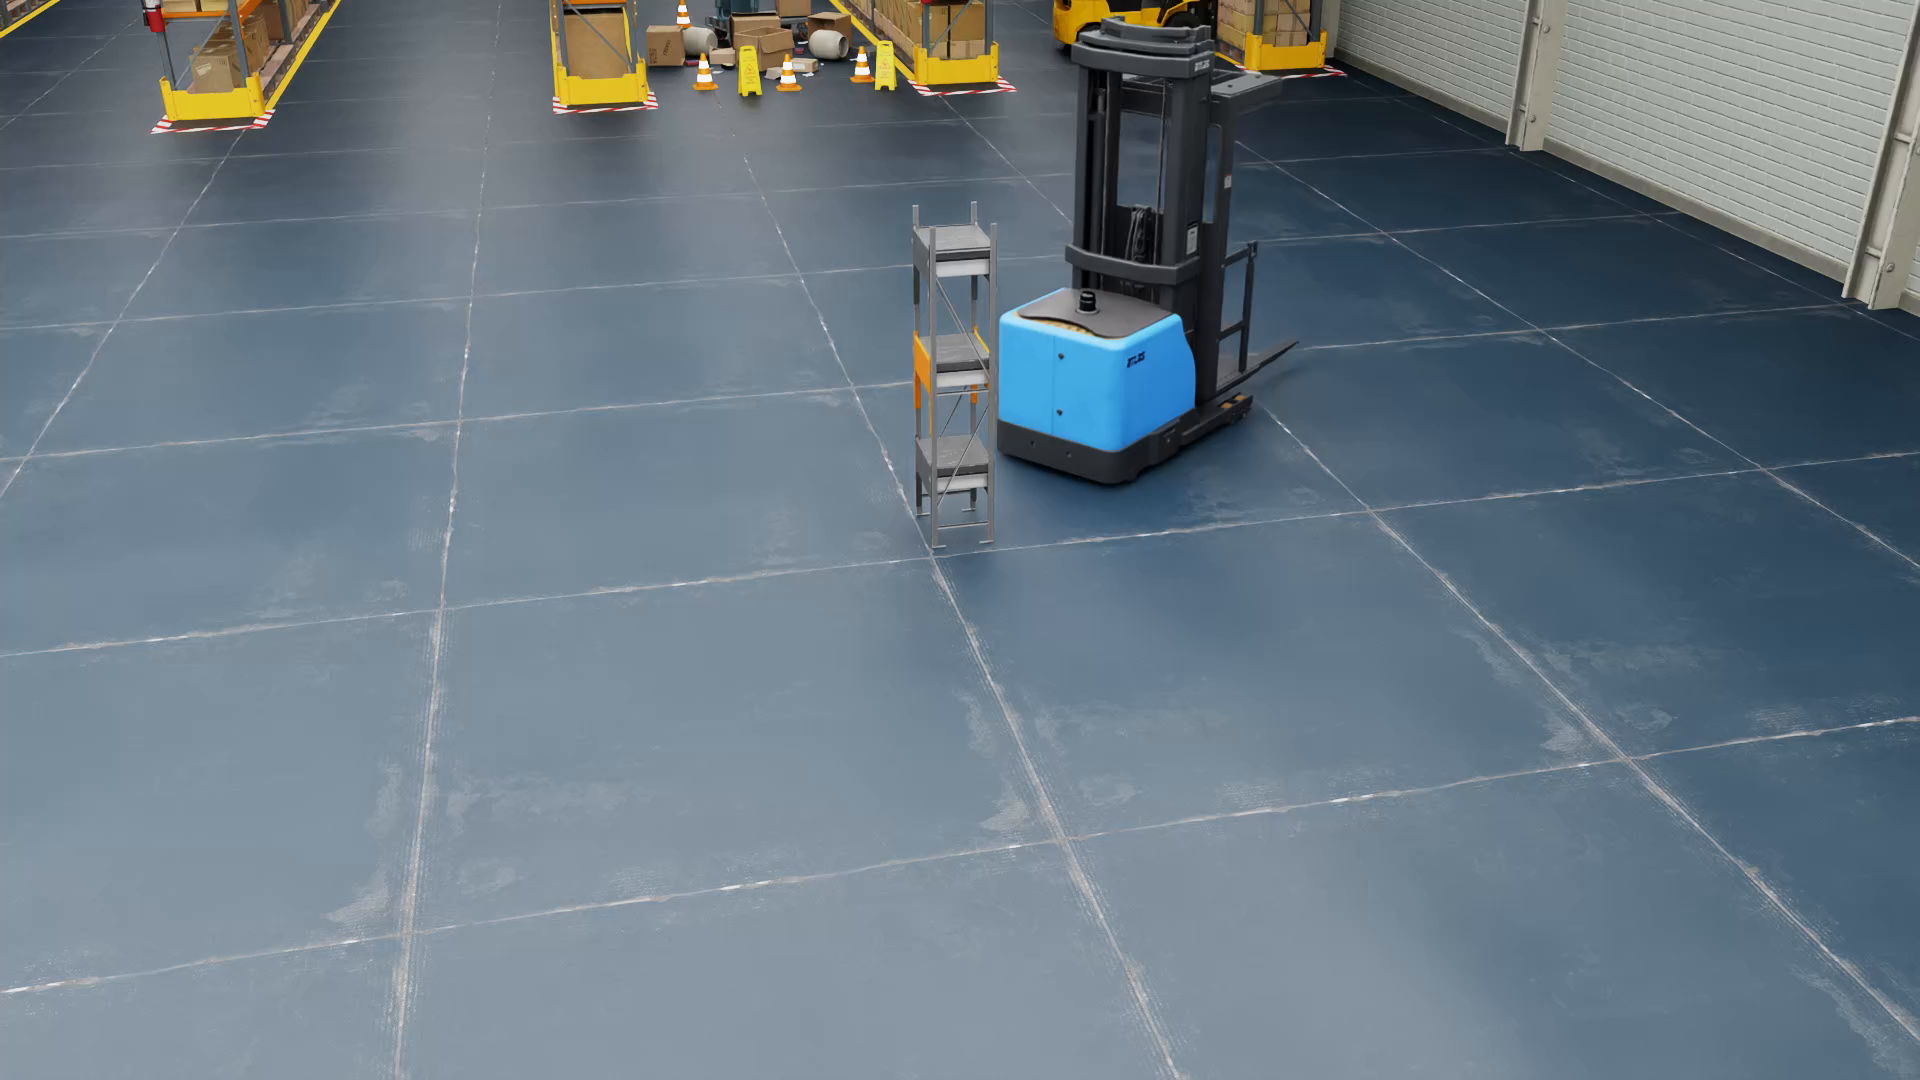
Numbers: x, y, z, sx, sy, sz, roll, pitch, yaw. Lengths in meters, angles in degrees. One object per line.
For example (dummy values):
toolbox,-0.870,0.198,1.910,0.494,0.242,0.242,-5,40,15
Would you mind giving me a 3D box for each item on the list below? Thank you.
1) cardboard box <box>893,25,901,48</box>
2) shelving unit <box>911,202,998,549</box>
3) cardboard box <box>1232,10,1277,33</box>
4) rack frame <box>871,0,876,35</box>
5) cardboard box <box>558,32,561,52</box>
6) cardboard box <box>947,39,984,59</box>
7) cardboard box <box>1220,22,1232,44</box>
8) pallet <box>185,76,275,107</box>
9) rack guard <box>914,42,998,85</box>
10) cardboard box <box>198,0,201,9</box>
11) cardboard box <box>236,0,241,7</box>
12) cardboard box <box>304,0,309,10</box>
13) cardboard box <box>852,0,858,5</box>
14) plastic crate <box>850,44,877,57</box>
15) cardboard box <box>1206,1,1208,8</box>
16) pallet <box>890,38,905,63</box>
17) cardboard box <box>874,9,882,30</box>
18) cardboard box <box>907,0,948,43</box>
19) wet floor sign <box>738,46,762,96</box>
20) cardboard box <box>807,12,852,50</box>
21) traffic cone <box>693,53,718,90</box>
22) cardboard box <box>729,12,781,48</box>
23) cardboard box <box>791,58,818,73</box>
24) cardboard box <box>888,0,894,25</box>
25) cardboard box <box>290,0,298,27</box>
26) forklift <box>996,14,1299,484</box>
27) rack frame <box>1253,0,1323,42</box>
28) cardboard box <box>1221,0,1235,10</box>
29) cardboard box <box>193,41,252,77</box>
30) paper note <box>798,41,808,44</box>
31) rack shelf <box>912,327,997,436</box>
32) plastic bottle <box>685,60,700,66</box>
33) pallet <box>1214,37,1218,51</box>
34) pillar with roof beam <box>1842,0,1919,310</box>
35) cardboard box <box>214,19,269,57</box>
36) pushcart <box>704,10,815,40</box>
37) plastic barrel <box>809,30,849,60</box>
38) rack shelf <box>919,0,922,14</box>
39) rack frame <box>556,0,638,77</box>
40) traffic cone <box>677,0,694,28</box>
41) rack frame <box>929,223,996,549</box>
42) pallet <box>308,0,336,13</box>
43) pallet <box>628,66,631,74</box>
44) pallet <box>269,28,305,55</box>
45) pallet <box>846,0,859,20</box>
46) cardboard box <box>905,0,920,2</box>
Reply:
cardboard box,-0.713,-7.603,25.069,0.500,0.250,0.500,-7,28,-13
shelving unit,-0.037,-1.010,10.421,0.431,2.100,0.503,-6,27,-12
cardboard box,4.385,-7.729,24.764,0.500,0.250,0.500,-6,27,-12
rack frame,-0.938,-9.614,26.468,1.000,3.000,0.127,-6,27,-12
cardboard box,-5.254,-7.227,23.631,0.875,0.875,0.875,-6,27,-12
cardboard box,0.052,-7.200,24.271,0.500,0.250,0.500,-6,27,-12
cardboard box,4.283,-7.717,25.296,0.500,0.250,0.500,-6,27,-12
pallet,-9.857,-6.000,22.404,1.003,0.211,1.213,-6,27,-12
rack guard,-0.053,-6.775,23.619,1.175,0.500,0.348,-6,27,-12
cardboard box,-10.012,-6.953,21.476,0.380,0.149,0.250,-6,27,-12
cardboard box,-9.561,-7.000,21.569,0.380,0.149,0.250,-6,27,-12
cardboard box,-11.324,-9.152,27.839,0.700,0.500,0.500,-7,28,-14
cardboard box,-1.382,-9.479,28.651,0.950,0.372,0.625,-5,27,-10
plastic crate,-1.383,-7.538,25.596,0.402,0.080,0.583,-16,31,-29
cardboard box,4.036,-8.394,26.083,0.500,0.250,0.500,-6,27,-12
pallet,-0.473,-7.541,25.456,1.003,0.211,1.213,-6,27,-12
cardboard box,-1.068,-8.287,26.426,0.500,0.250,0.500,-7,28,-14
cardboard box,-0.471,-7.478,23.990,0.500,0.500,0.500,-6,27,-11
wet floor sign,-2.900,-6.448,22.809,0.267,0.644,0.232,-11,29,-20
cardboard box,-2.022,-7.891,25.825,0.500,0.500,0.500,13,30,24
traffic cone,-3.572,-6.556,23.225,0.336,0.463,0.334,-6,27,-12
cardboard box,-3.117,-7.728,25.351,0.797,0.637,0.503,-6,27,-12
cardboard box,-2.299,-6.955,24.365,0.380,0.149,0.250,8,28,15
cardboard box,-0.820,-8.161,25.342,0.500,0.500,0.500,-5,27,-9
cardboard box,-10.926,-8.417,26.382,0.700,0.500,0.500,-8,28,-16
forklift,1.559,-2.291,12.036,1.130,2.935,3.031,19,33,33
rack frame,4.799,-8.364,23.991,1.000,3.000,0.127,-6,27,-12
cardboard box,4.271,-8.164,25.072,0.500,0.250,0.500,-5,27,-11
cardboard box,-9.984,-6.458,22.524,0.500,0.500,0.500,1,27,2
paper note,-2.480,-7.883,26.333,0.148,0.019,0.142,-6,27,-12
rack shelf,-0.037,-0.998,10.427,0.431,0.518,0.480,-6,27,-12
plastic bottle,-3.945,-7.109,24.767,0.283,0.061,0.133,-16,31,-29
pallet,4.314,-7.985,26.335,1.003,0.211,1.213,-6,27,-12
pillar with roof beam,4.030,-5.734,12.123,9.100,9.000,0.400,-6,27,-12
cardboard box,-10.405,-7.249,24.091,0.500,0.500,0.500,2,27,5
pushcart,-3.148,-8.190,26.557,1.648,0.377,0.936,-16,31,-29
plastic barrel,-1.977,-7.461,25.062,0.512,0.421,0.421,13,30,24
rack shelf,-0.487,-8.415,24.891,1.077,0.370,4.000,-6,27,-12
rack frame,-4.836,-7.311,21.906,1.000,3.000,0.127,-6,27,-12
traffic cone,-4.569,-8.676,27.426,0.336,0.463,0.334,-6,27,-12
rack frame,0.018,-0.903,10.209,0.400,2.100,0.015,-6,27,-12
pallet,-11.598,-9.472,29.283,1.003,0.211,1.213,-6,27,-12
pallet,-5.092,-6.409,23.214,1.003,0.211,1.213,-6,27,-12
pallet,-10.770,-7.704,25.780,1.003,0.211,1.213,-6,27,-12
pallet,-1.393,-9.247,28.837,1.003,0.211,1.213,-6,27,-12
cardboard box,-0.619,-7.922,24.149,0.380,0.149,0.250,-5,27,-10
